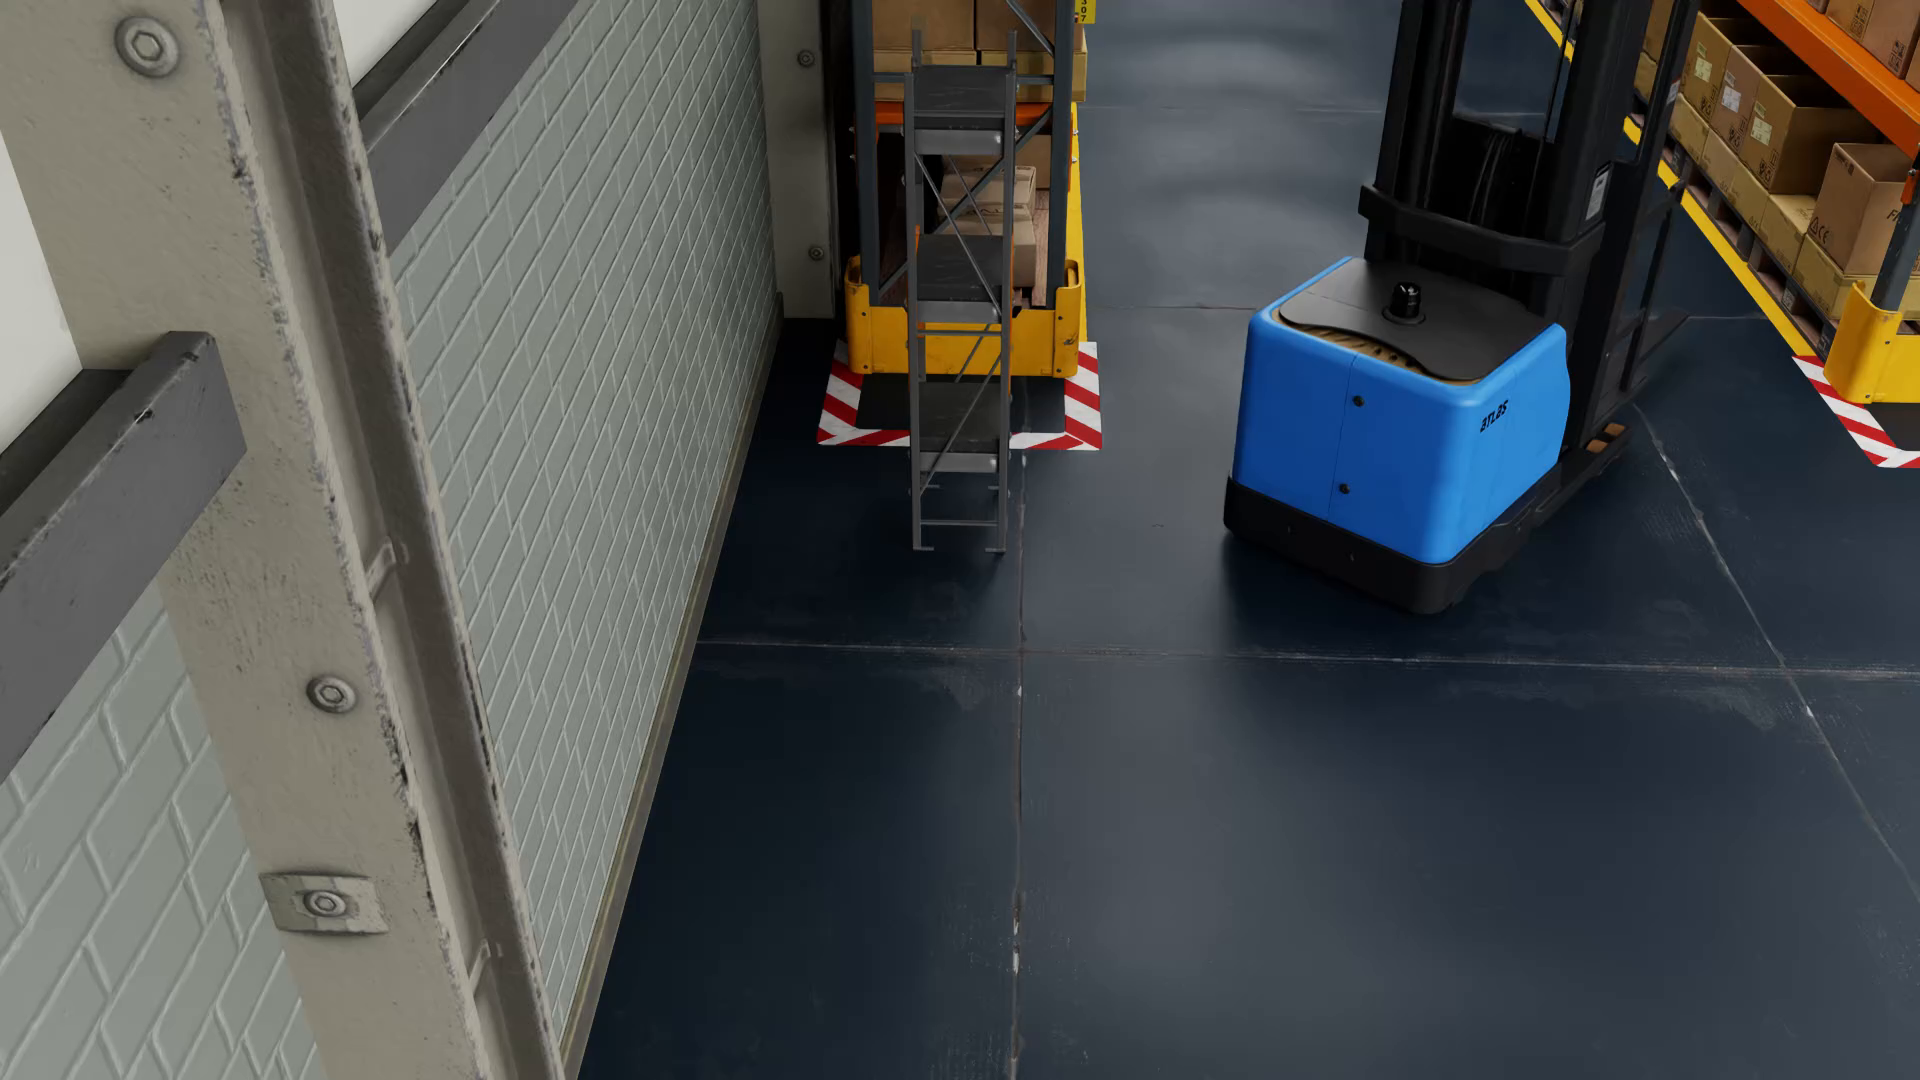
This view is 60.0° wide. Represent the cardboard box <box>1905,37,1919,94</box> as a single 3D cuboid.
[{"bbox_3d":[4.996,-2.312,7.844,0.700,0.500,0.500,1,35,2],"label":"cardboard box"}]

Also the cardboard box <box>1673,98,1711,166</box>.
[{"bbox_3d":[4.753,-2.515,10.246,0.500,0.250,0.500,1,35,2],"label":"cardboard box"}]

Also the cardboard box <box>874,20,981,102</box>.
[{"bbox_3d":[-0.161,-2.336,8.078,0.500,0.250,0.500,2,35,3],"label":"cardboard box"}]

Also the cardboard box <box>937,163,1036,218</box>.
[{"bbox_3d":[0.155,-1.919,9.327,0.500,0.311,0.500,4,35,6],"label":"cardboard box"}]

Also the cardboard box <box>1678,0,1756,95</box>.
[{"bbox_3d":[4.781,-3.109,10.438,0.500,0.500,0.500,1,35,2],"label":"cardboard box"}]

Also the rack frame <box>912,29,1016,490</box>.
[{"bbox_3d":[0.016,-1.094,6.981,0.400,2.100,0.015,1,35,2],"label":"rack frame"}]

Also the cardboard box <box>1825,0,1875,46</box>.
[{"bbox_3d":[5.038,-2.899,8.680,0.700,0.500,0.500,2,35,2],"label":"cardboard box"}]

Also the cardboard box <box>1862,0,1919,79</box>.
[{"bbox_3d":[5.012,-2.614,8.274,0.700,0.500,0.500,2,35,3],"label":"cardboard box"}]

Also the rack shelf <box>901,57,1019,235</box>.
[{"bbox_3d":[0.007,-1.516,6.387,0.431,0.518,0.480,1,35,2],"label":"rack shelf"}]

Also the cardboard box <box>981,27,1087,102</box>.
[{"bbox_3d":[0.351,-2.336,8.078,0.500,0.250,0.500,0,35,1],"label":"cardboard box"}]

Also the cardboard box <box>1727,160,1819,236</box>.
[{"bbox_3d":[4.717,-1.940,9.428,0.500,0.250,0.500,1,35,2],"label":"cardboard box"}]

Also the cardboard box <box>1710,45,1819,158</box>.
[{"bbox_3d":[4.735,-2.534,9.621,0.500,0.500,0.500,1,35,2],"label":"cardboard box"}]

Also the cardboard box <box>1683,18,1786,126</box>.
[{"bbox_3d":[4.753,-2.821,10.030,0.500,0.500,0.500,1,35,2],"label":"cardboard box"}]

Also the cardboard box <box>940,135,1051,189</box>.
[{"bbox_3d":[0.234,-2.416,9.871,0.700,0.500,0.500,-1,35,-1],"label":"cardboard box"}]

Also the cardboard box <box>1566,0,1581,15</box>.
[{"bbox_3d":[4.894,-4.178,12.612,0.500,0.250,0.500,2,35,3],"label":"cardboard box"}]

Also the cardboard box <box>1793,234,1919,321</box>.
[{"bbox_3d":[4.690,-1.365,8.610,0.500,0.250,0.500,1,35,2],"label":"cardboard box"}]

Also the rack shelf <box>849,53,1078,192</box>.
[{"bbox_3d":[0.095,-2.970,9.494,1.077,0.370,4.000,1,35,2],"label":"rack shelf"}]

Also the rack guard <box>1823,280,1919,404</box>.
[{"bbox_3d":[4.963,-0.967,8.191,1.175,0.500,0.348,1,35,2],"label":"rack guard"}]

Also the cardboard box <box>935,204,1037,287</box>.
[{"bbox_3d":[0.132,-1.591,8.861,0.500,0.311,0.500,-2,35,-3],"label":"cardboard box"}]

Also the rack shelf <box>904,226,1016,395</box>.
[{"bbox_3d":[0.007,-0.943,6.789,0.431,0.518,0.480,1,35,2],"label":"rack shelf"}]

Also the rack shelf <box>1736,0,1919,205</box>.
[{"bbox_3d":[5.044,-2.858,9.334,1.077,0.370,4.000,1,35,2],"label":"rack shelf"}]

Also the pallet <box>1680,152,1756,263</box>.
[{"bbox_3d":[5.005,-2.002,9.915,1.003,0.211,1.213,1,35,2],"label":"pallet"}]

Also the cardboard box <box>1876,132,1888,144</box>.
[{"bbox_3d":[5.233,-2.235,9.195,0.500,0.500,0.500,1,35,2],"label":"cardboard box"}]

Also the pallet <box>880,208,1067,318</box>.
[{"bbox_3d":[0.085,-1.484,9.179,1.003,0.211,1.213,1,35,2],"label":"pallet"}]

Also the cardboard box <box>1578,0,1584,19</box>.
[{"bbox_3d":[4.874,-3.884,12.194,0.500,0.250,0.500,1,35,1],"label":"cardboard box"}]

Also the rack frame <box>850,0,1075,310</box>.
[{"bbox_3d":[0.014,-2.116,7.652,1.000,3.000,0.127,1,35,2],"label":"rack frame"}]

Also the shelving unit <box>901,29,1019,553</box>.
[{"bbox_3d":[0.007,-0.954,6.782,0.431,2.100,0.503,1,35,2],"label":"shelving unit"}]

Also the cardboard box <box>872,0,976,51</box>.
[{"bbox_3d":[-0.179,-2.645,7.866,0.500,0.500,0.500,1,35,1],"label":"cardboard box"}]

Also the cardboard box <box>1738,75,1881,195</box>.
[{"bbox_3d":[4.714,-2.247,9.212,0.500,0.500,0.500,1,35,2],"label":"cardboard box"}]

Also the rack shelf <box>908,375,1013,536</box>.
[{"bbox_3d":[0.007,-0.370,7.192,0.431,0.518,0.480,1,35,2],"label":"rack shelf"}]

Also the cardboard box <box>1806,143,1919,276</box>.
[{"bbox_3d":[4.688,-1.672,8.394,0.500,0.500,0.500,1,35,2],"label":"cardboard box"}]

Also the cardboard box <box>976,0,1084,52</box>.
[{"bbox_3d":[0.334,-2.637,7.854,0.500,0.500,0.500,1,35,2],"label":"cardboard box"}]

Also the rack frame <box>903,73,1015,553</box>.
[{"bbox_3d":[-0.003,-0.814,6.582,0.400,2.100,0.015,1,35,2],"label":"rack frame"}]

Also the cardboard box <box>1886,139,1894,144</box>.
[{"bbox_3d":[5.226,-1.947,8.786,0.500,0.500,0.500,1,35,2],"label":"cardboard box"}]

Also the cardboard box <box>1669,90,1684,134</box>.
[{"bbox_3d":[4.778,-2.802,10.654,0.500,0.250,0.500,1,35,2],"label":"cardboard box"}]

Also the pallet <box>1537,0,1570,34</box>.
[{"bbox_3d":[5.162,-4.288,13.167,1.003,0.211,1.213,1,35,2],"label":"pallet"}]

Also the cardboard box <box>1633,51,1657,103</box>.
[{"bbox_3d":[4.803,-3.089,11.063,0.500,0.250,0.500,1,35,2],"label":"cardboard box"}]

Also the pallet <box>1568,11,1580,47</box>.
[{"bbox_3d":[5.115,-3.585,12.167,1.003,0.211,1.213,1,35,2],"label":"pallet"}]

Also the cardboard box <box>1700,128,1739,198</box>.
[{"bbox_3d":[4.739,-2.227,9.837,0.500,0.250,0.500,1,35,2],"label":"cardboard box"}]

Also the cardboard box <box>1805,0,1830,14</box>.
[{"bbox_3d":[5.055,-3.202,9.110,0.700,0.500,0.500,2,35,3],"label":"cardboard box"}]

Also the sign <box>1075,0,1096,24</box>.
[{"bbox_3d":[0.556,-2.457,7.385,0.100,0.325,0.005,1,35,2],"label":"sign"}]

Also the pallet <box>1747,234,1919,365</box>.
[{"bbox_3d":[4.953,-1.303,8.920,1.003,0.211,1.213,1,35,2],"label":"pallet"}]

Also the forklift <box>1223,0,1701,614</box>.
[{"bbox_3d":[2.495,-1.669,7.075,1.130,2.935,3.031,27,43,33],"label":"forklift"}]

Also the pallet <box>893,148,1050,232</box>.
[{"bbox_3d":[0.137,-2.184,10.173,1.003,0.211,1.213,1,35,2],"label":"pallet"}]

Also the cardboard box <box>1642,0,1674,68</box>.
[{"bbox_3d":[4.793,-3.396,10.847,0.500,0.500,0.500,1,35,2],"label":"cardboard box"}]

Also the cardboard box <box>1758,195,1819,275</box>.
[{"bbox_3d":[4.698,-1.653,9.019,0.500,0.250,0.500,1,35,2],"label":"cardboard box"}]

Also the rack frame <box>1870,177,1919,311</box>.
[{"bbox_3d":[4.964,-2.003,7.492,1.000,3.000,0.127,1,35,2],"label":"rack frame"}]

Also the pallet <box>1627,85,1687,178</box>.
[{"bbox_3d":[5.051,-2.705,10.915,1.003,0.211,1.213,1,35,2],"label":"pallet"}]

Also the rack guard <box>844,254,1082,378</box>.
[{"bbox_3d":[0.017,-1.137,8.433,1.175,0.500,0.348,1,35,2],"label":"rack guard"}]

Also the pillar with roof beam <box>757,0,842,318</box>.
[{"bbox_3d":[3.480,-4.893,6.386,9.100,9.000,0.400,1,35,2],"label":"pillar with roof beam"}]

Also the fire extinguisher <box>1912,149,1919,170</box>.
[{"bbox_3d":[4.495,-1.915,7.433,0.296,0.674,0.183,1,35,2],"label":"fire extinguisher"}]
